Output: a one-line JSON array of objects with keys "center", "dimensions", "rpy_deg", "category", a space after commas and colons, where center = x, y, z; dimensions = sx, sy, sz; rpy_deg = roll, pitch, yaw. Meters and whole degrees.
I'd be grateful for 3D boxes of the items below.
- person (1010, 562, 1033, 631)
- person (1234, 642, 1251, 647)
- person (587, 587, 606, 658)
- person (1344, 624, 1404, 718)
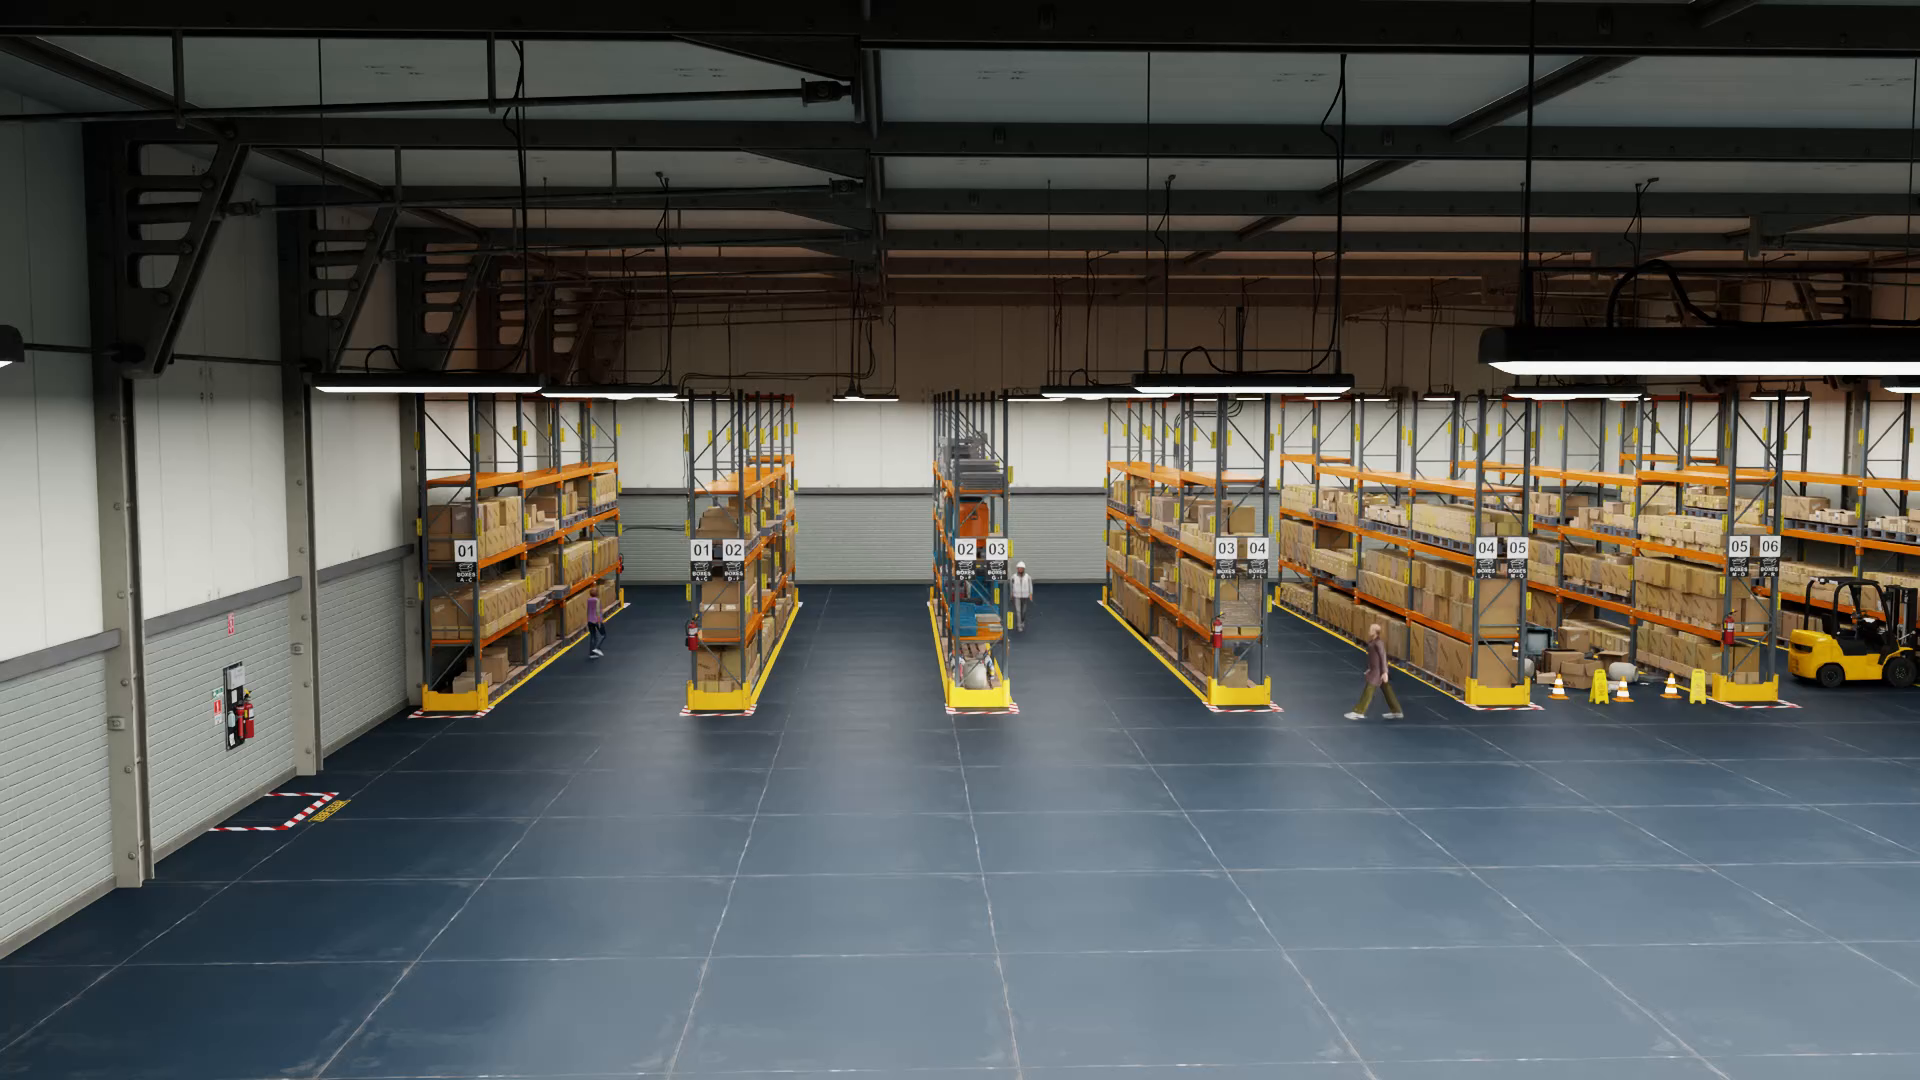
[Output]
[{"center": [1.556, 1.420, 42.087], "dimensions": [0.566, 1.718, 1.068], "rpy_deg": [0, 5, -5], "category": "person"}, {"center": [6.597, 1.649, 39.246], "dimensions": [0.585, 1.756, 0.516], "rpy_deg": [0, 5, 4], "category": "person"}, {"center": [-8.237, 1.862, 37.463], "dimensions": [0.442, 1.579, 0.431], "rpy_deg": [1, 5, 17], "category": "person"}, {"center": [7.519, 2.376, 30.163], "dimensions": [1.070, 1.716, 0.632], "rpy_deg": [1, 5, 11], "category": "person"}]
